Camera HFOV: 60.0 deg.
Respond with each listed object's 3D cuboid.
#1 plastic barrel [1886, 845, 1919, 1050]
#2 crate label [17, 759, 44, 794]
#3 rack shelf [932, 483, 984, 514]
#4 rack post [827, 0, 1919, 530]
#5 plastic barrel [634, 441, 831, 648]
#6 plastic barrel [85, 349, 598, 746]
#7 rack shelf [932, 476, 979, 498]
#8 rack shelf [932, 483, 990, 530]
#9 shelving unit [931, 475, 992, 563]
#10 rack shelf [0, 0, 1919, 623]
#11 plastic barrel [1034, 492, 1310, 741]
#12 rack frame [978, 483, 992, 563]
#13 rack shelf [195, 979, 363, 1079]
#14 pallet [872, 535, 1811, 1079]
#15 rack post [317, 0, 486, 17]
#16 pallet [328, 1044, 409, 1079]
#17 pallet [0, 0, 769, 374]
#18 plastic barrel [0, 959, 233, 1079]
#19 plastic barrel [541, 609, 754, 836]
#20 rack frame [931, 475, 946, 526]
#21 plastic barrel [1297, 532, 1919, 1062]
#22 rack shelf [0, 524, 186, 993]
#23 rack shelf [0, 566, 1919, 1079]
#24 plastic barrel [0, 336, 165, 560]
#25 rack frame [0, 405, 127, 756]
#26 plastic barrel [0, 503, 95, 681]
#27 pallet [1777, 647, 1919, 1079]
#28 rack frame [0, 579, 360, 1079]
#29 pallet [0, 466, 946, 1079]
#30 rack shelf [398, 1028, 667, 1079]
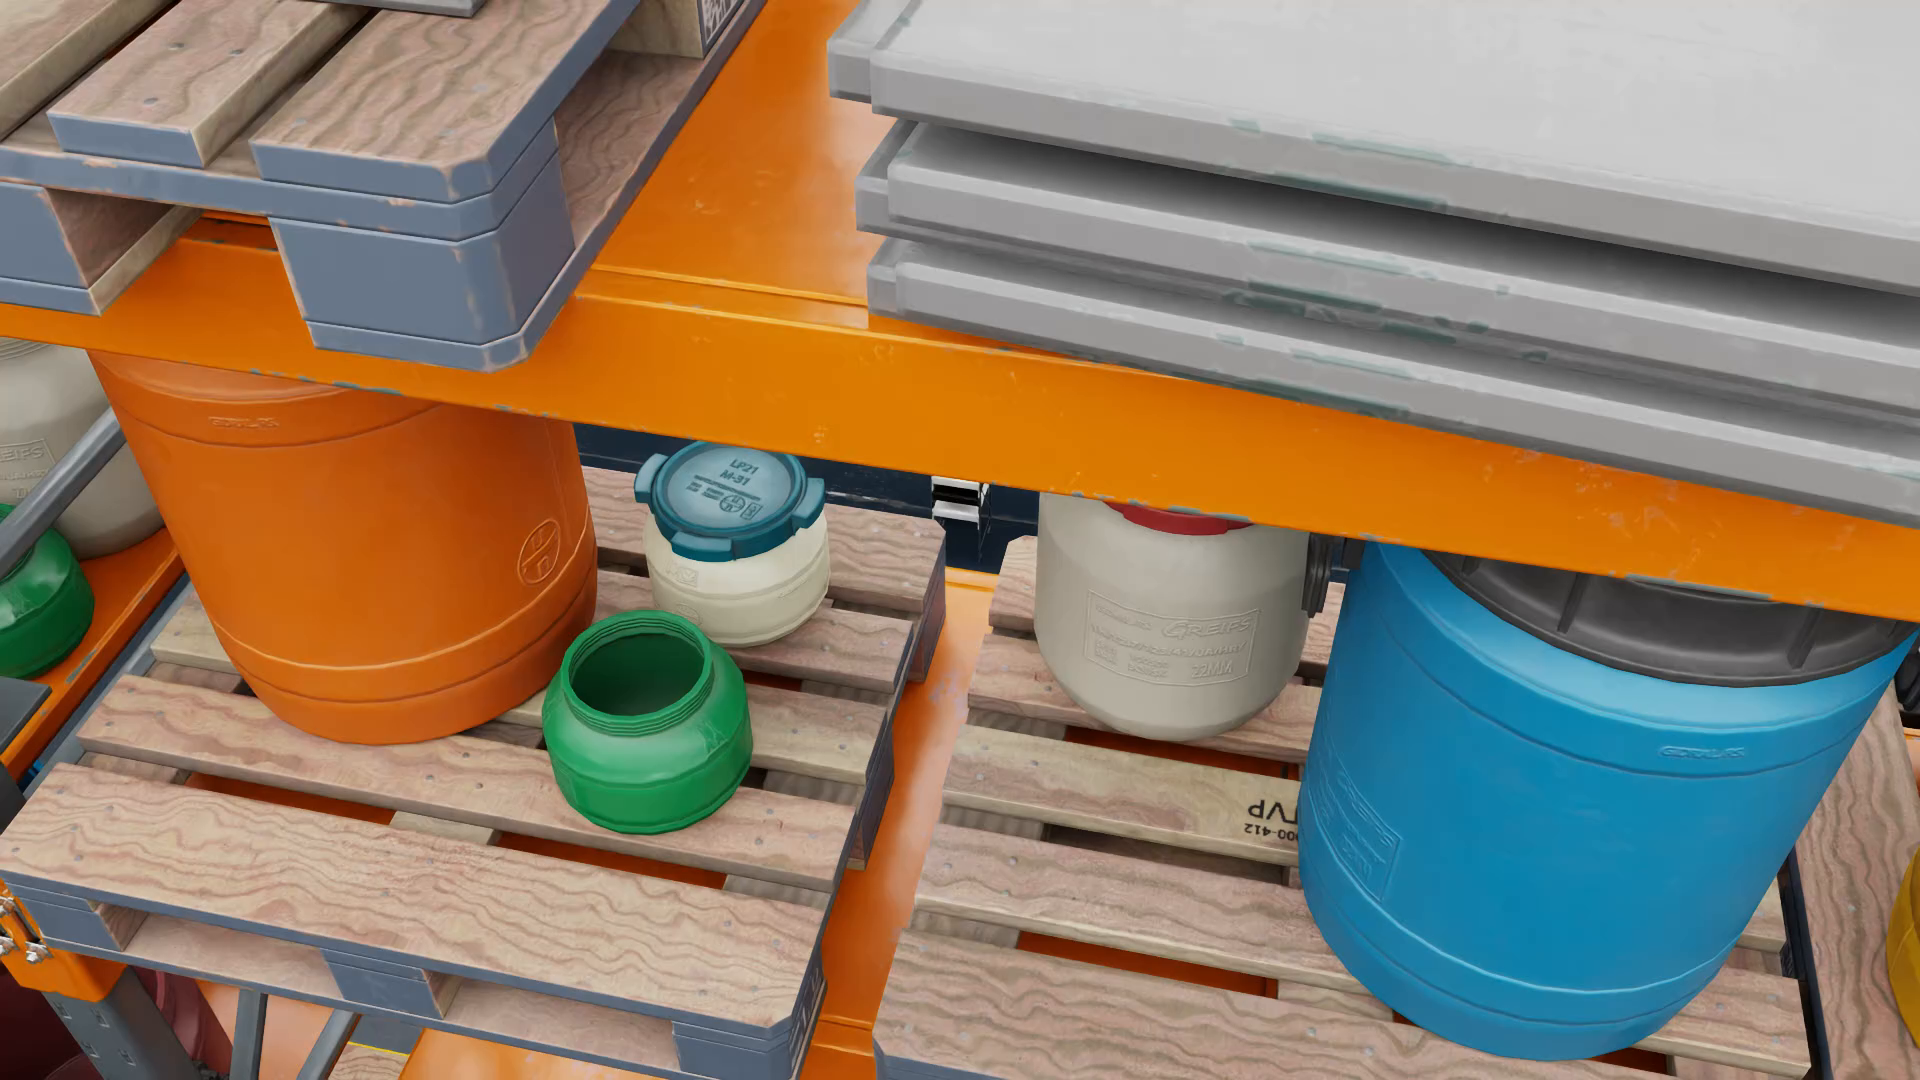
[{"bbox_3d":[1.530,0.427,2.002,0.600,0.588,0.600,0,44,0],"label":"plastic barrel"},{"bbox_3d":[-2.349,0.776,4.215,0.616,0.435,0.502,9,45,9],"label":"crate label"},{"bbox_3d":[0.008,-0.234,6.982,0.200,0.077,0.258,9,45,9],"label":"rack shelf"},{"bbox_3d":[0.462,-0.474,1.574,0.954,0.300,0.937,13,45,13],"label":"rack post"},{"bbox_3d":[-0.360,0.003,2.678,0.301,0.262,0.301,0,44,0],"label":"plastic barrel"},{"bbox_3d":[-0.885,-0.177,2.455,0.708,0.830,0.600,9,45,9],"label":"plastic barrel"},{"bbox_3d":[0.008,-0.299,6.920,0.200,0.077,0.258,9,45,9],"label":"rack shelf"},{"bbox_3d":[0.008,-0.169,7.045,0.200,0.077,0.258,9,45,9],"label":"rack shelf"},{"bbox_3d":[0.008,-0.323,6.897,0.210,0.900,0.258,9,45,9],"label":"shelving unit"},{"bbox_3d":[0.514,-0.333,1.874,4.000,0.370,1.077,9,45,9],"label":"rack shelf"},{"bbox_3d":[0.325,0.008,2.475,0.433,0.535,0.433,0,44,0],"label":"plastic barrel"},{"bbox_3d":[0.107,-0.308,6.881,0.006,0.900,0.240,9,45,9],"label":"rack frame"},{"bbox_3d":[-3.390,1.079,4.445,4.000,0.370,1.077,9,45,9],"label":"rack shelf"},{"bbox_3d":[0.572,0.493,2.508,1.213,0.211,1.003,9,45,9],"label":"pallet"},{"bbox_3d":[-0.722,-0.930,1.742,0.937,0.300,0.954,9,45,9],"label":"rack post"},{"bbox_3d":[-2.186,1.983,4.997,1.213,0.211,1.003,9,45,9],"label":"pallet"},{"bbox_3d":[-0.741,-0.697,1.870,1.003,0.211,1.213,9,45,9],"label":"pallet"},{"bbox_3d":[-1.957,1.208,3.694,0.708,0.536,0.600,9,45,9],"label":"plastic barrel"},{"bbox_3d":[-0.454,0.262,2.421,0.294,0.245,0.294,0,44,0],"label":"plastic barrel"},{"bbox_3d":[-0.091,-0.338,6.913,0.006,0.900,0.240,9,45,9],"label":"rack frame"},{"bbox_3d":[0.766,0.160,2.053,0.708,0.901,0.600,9,45,9],"label":"plastic barrel"},{"bbox_3d":[-3.390,-0.002,3.405,4.000,0.370,1.077,9,45,9],"label":"rack shelf"},{"bbox_3d":[0.514,0.604,2.776,4.000,0.370,1.077,9,45,9],"label":"rack shelf"},{"bbox_3d":[-1.674,-0.253,3.066,0.421,0.512,0.421,0,44,0],"label":"plastic barrel"},{"bbox_3d":[-1.438,-1.039,1.801,0.127,3.000,1.000,9,45,9],"label":"rack frame"},{"bbox_3d":[-1.690,0.095,2.898,0.294,0.245,0.294,0,44,0],"label":"plastic barrel"},{"bbox_3d":[1.679,0.663,2.332,1.003,0.211,1.213,9,45,9],"label":"pallet"},{"bbox_3d":[-1.438,1.122,3.881,0.127,3.000,1.000,9,45,9],"label":"rack frame"},{"bbox_3d":[-0.713,0.292,2.717,1.213,0.211,1.003,9,45,9],"label":"pallet"},{"bbox_3d":[0.514,1.684,3.816,4.000,0.370,1.077,9,45,9],"label":"rack shelf"}]
